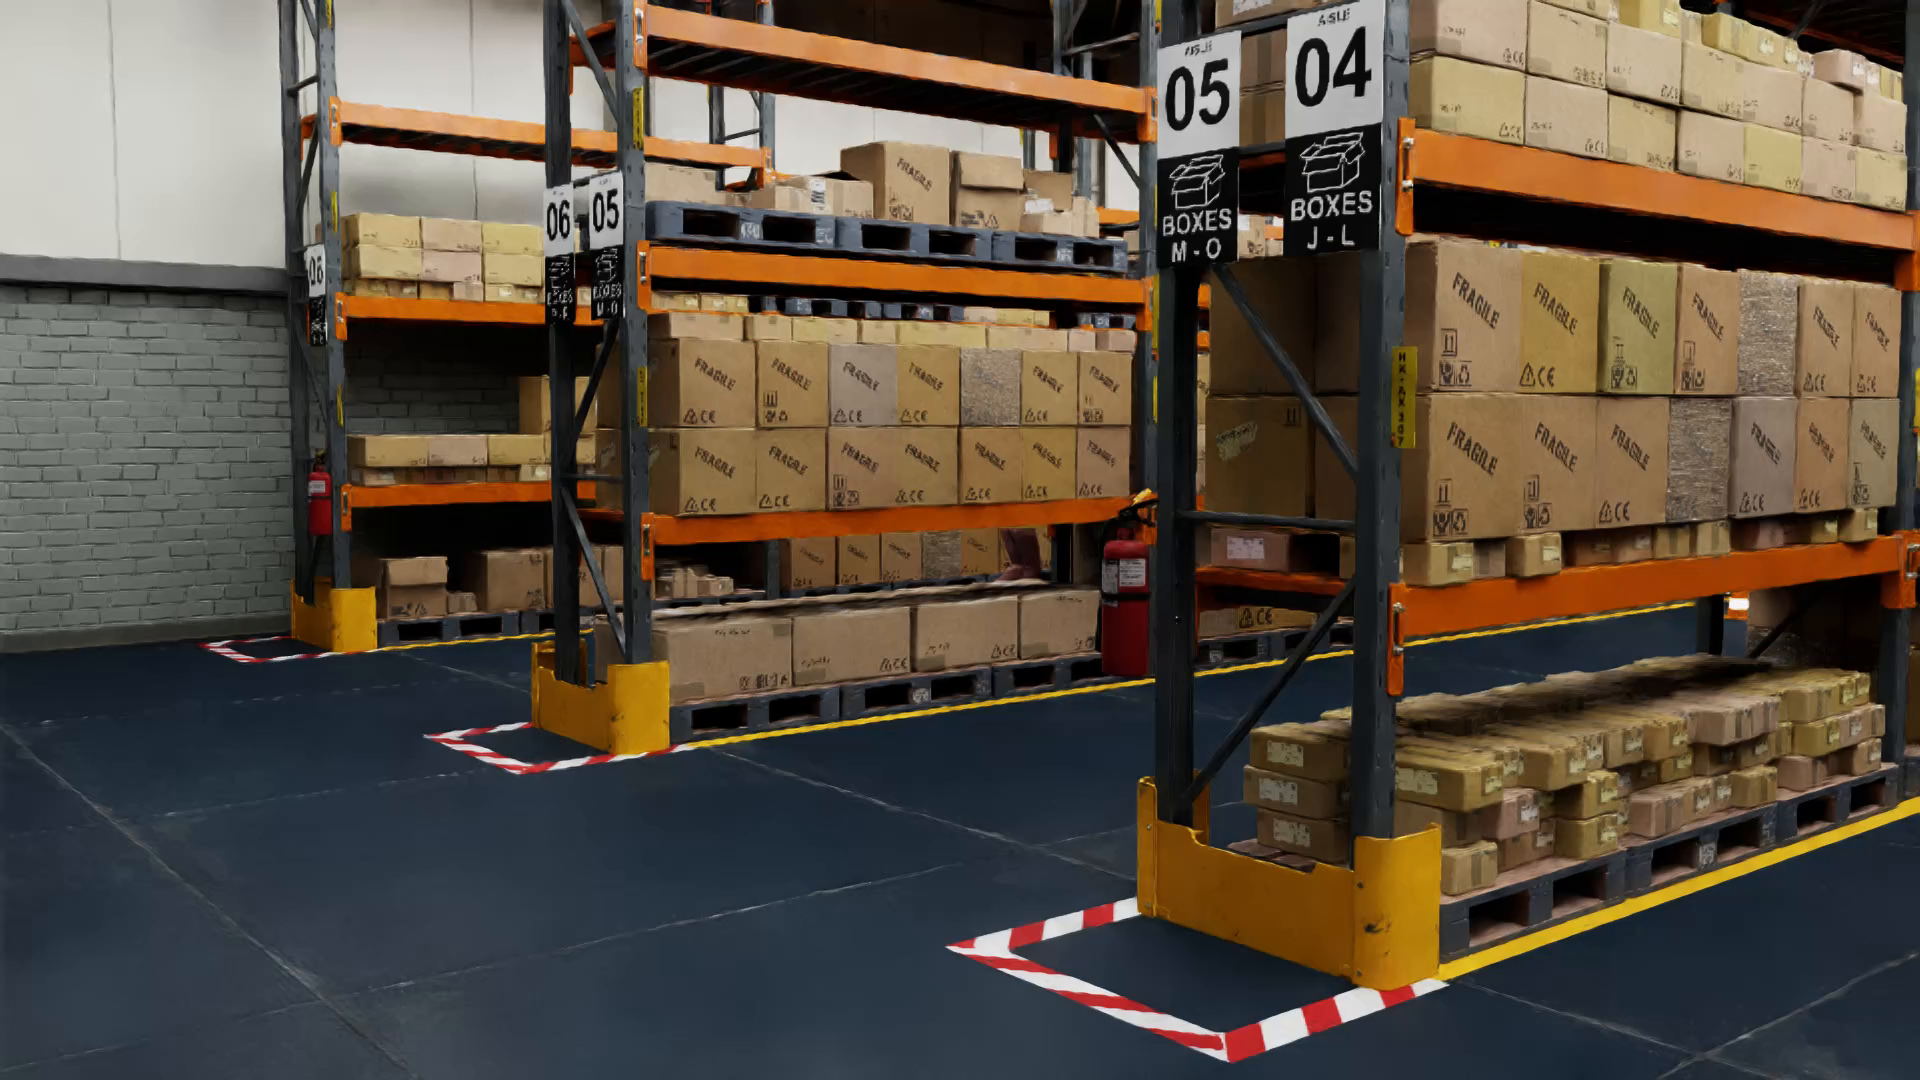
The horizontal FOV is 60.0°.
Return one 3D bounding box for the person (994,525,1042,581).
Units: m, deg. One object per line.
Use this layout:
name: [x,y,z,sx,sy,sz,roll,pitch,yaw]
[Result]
person: [0.485,-0.075,14.979,0.693,1.614,0.594,-3,6,-38]
